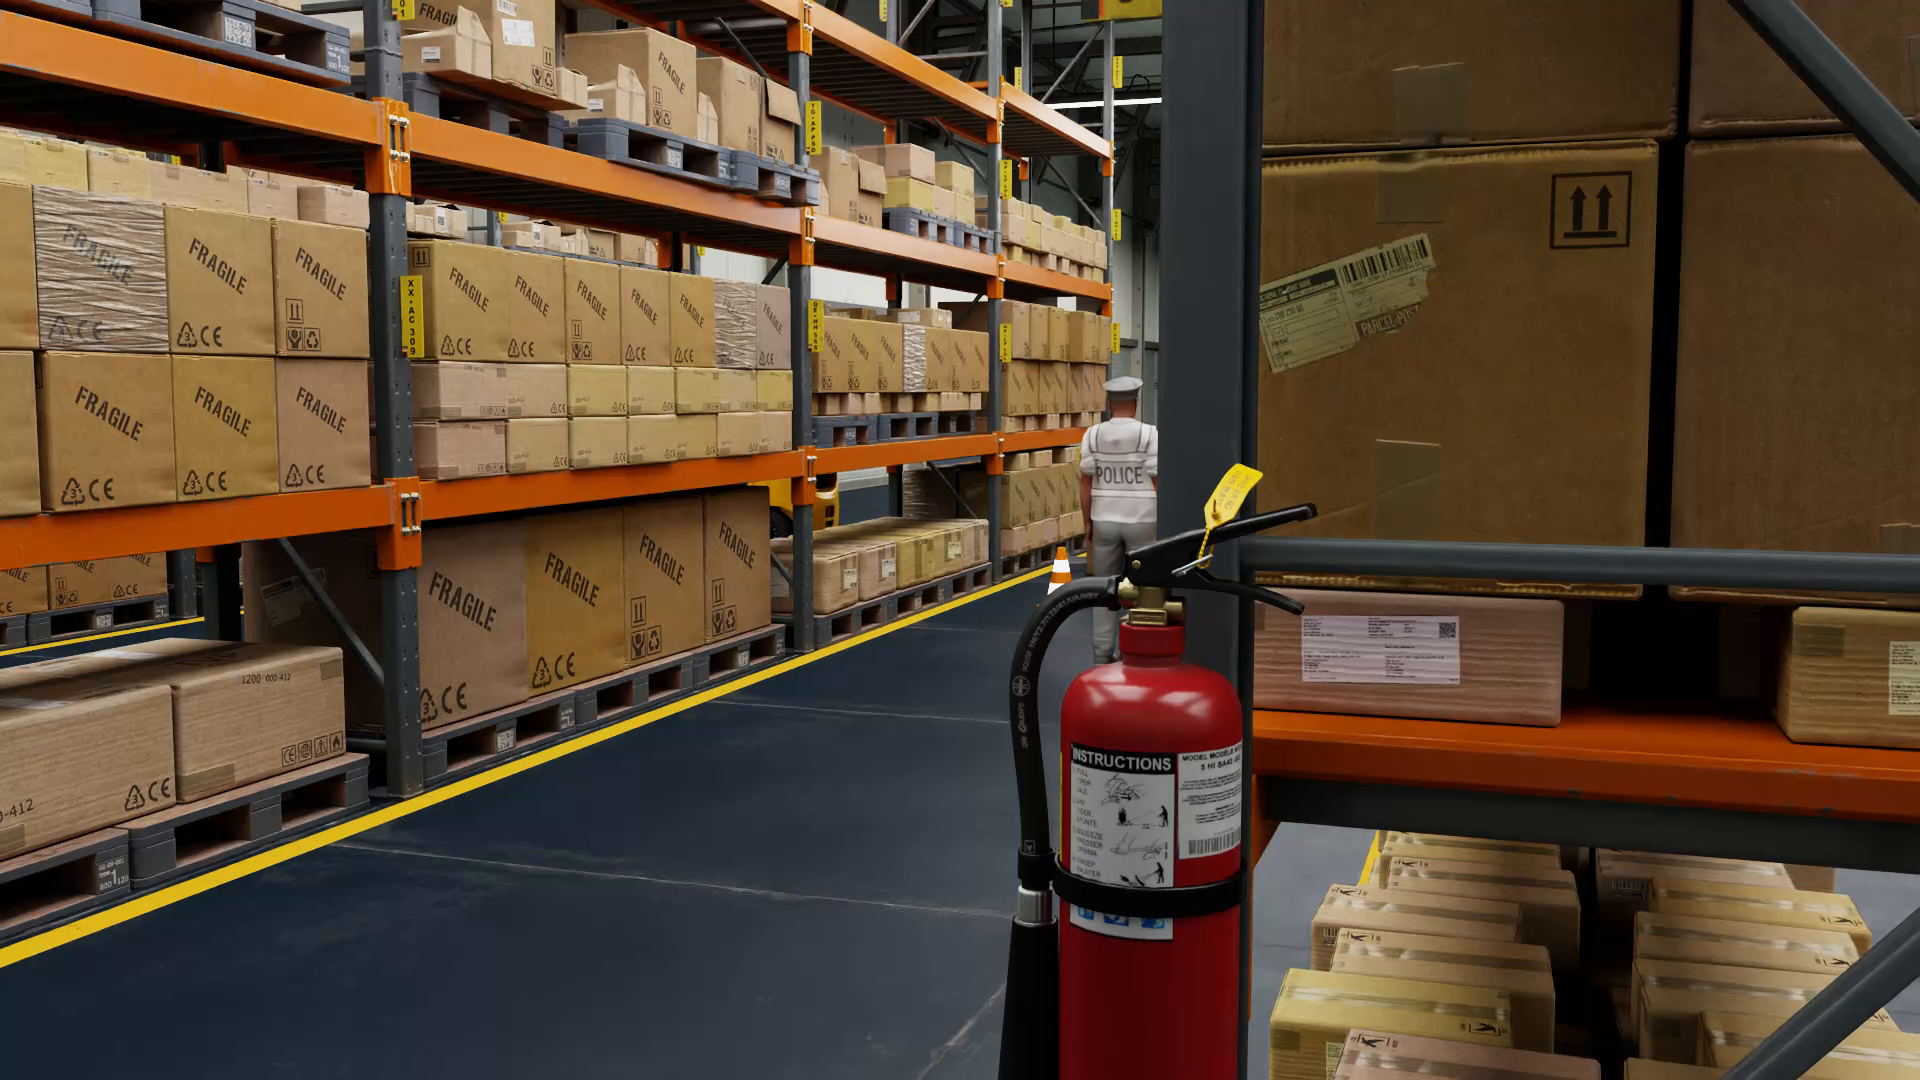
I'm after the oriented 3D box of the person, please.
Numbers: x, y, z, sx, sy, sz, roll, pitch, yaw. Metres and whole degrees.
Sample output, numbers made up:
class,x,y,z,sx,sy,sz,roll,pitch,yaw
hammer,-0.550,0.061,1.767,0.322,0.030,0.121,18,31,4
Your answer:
class,x,y,z,sx,sy,sz,roll,pitch,yaw
person,0.986,-0.081,10.005,0.527,1.798,0.392,2,5,20
